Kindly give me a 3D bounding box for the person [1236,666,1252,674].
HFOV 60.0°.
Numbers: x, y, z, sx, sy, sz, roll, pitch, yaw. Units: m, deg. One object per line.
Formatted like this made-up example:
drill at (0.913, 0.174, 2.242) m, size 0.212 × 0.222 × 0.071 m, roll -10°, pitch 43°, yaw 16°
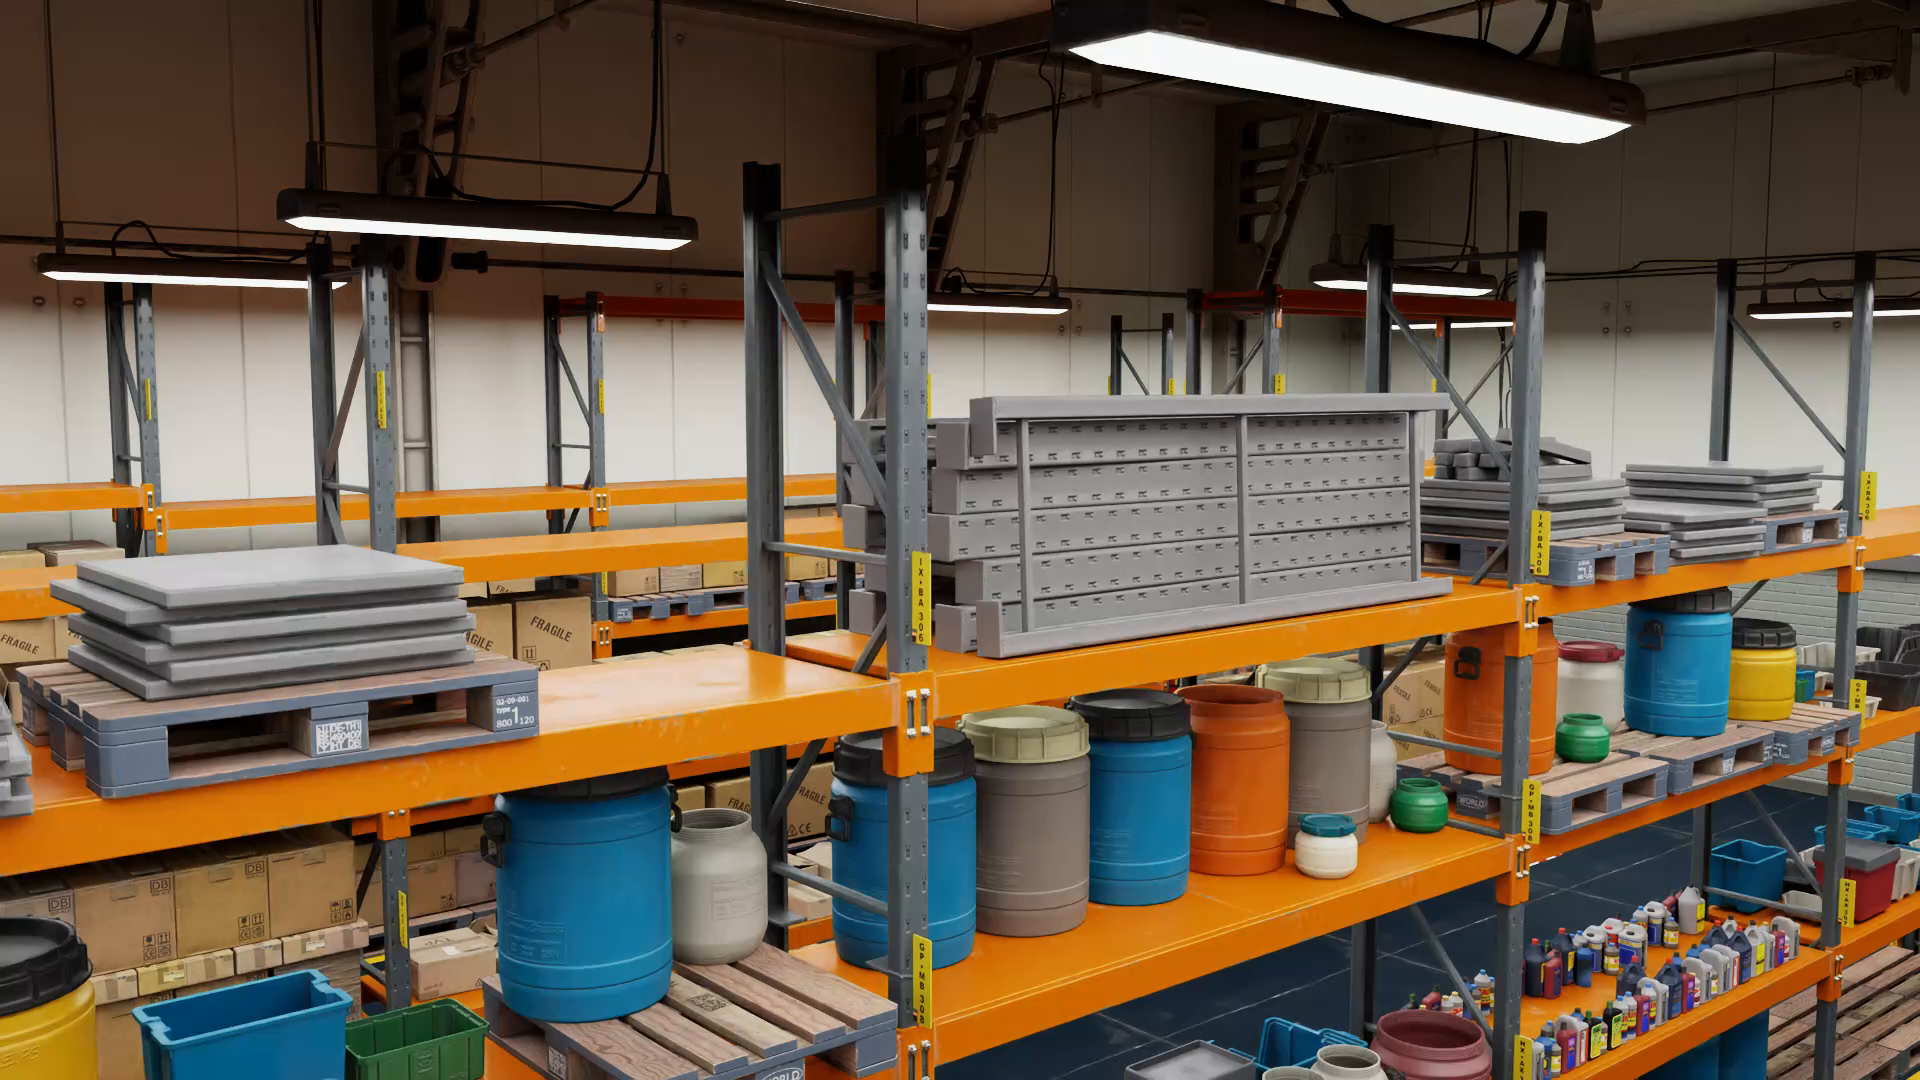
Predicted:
person at (3.501, 2.340, 20.975) m, size 0.505 × 1.586 × 0.997 m, roll 2°, pitch 6°, yaw 18°
